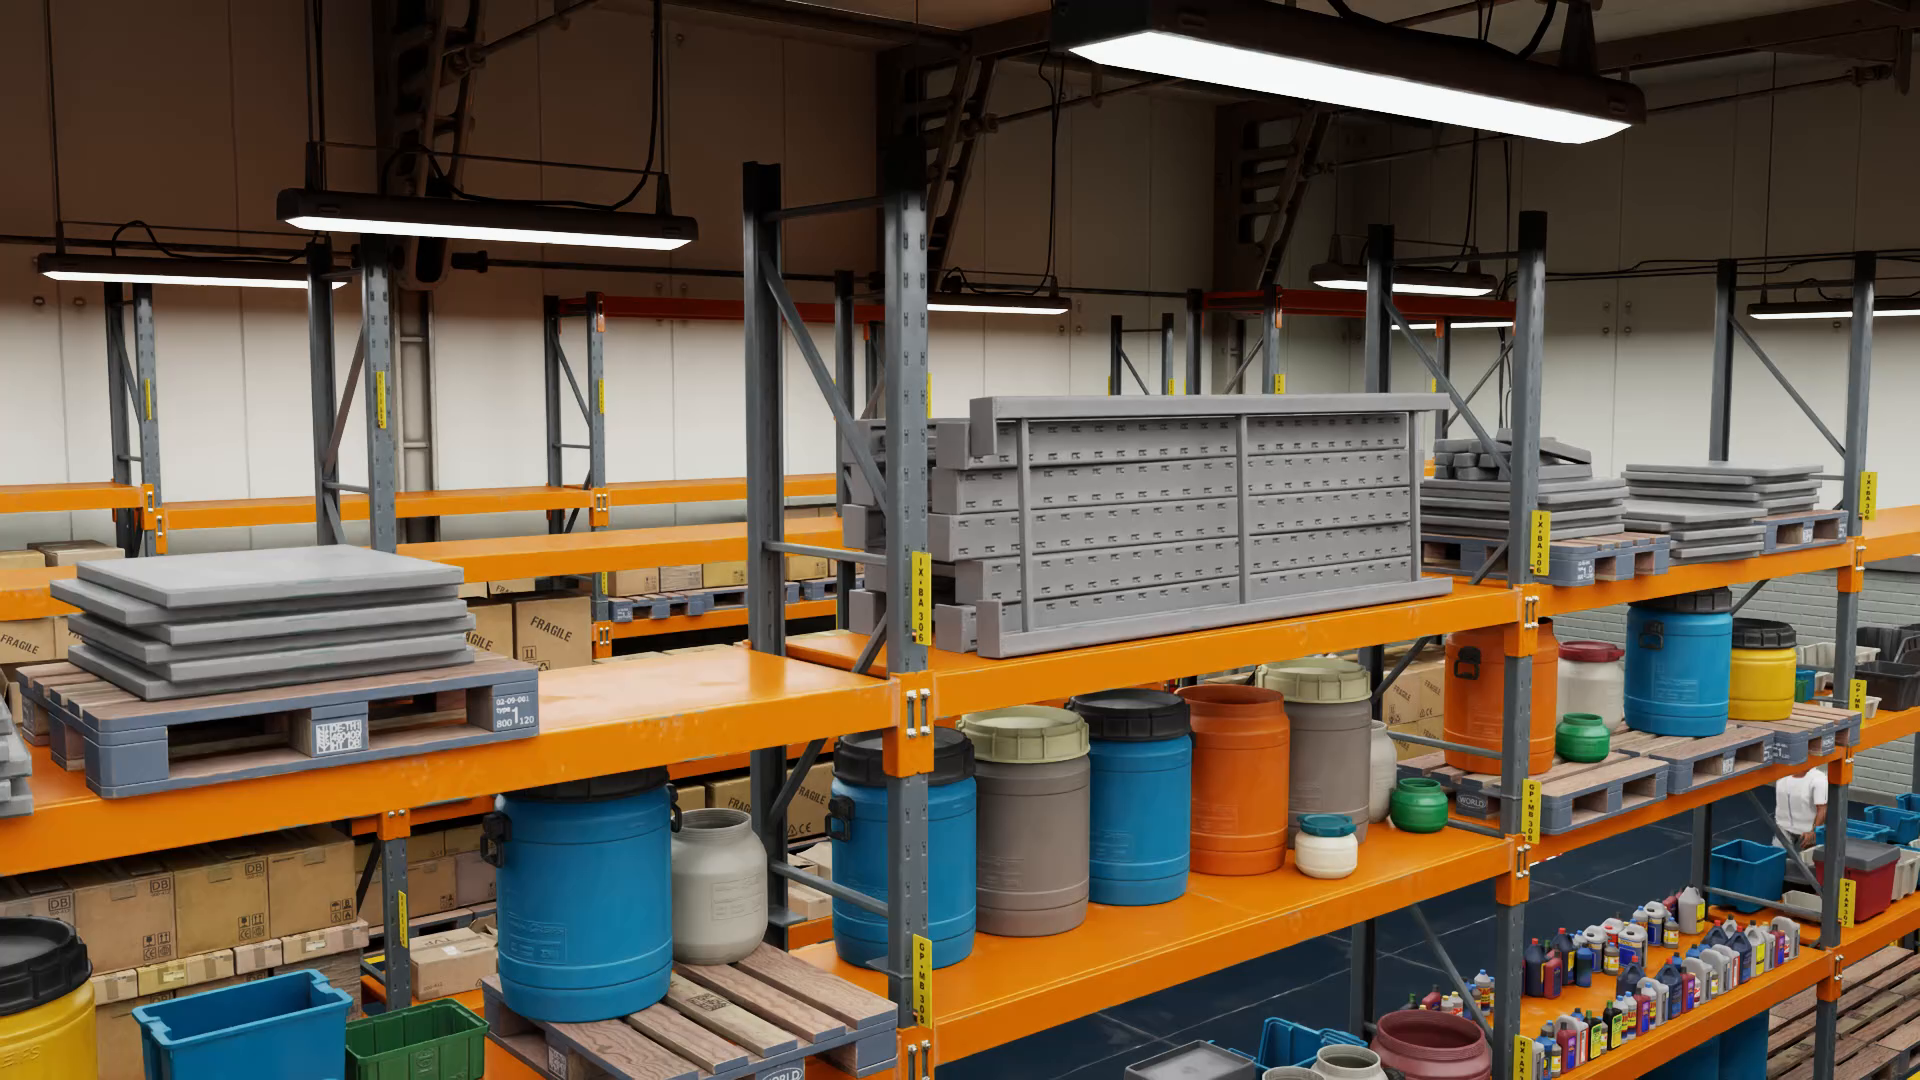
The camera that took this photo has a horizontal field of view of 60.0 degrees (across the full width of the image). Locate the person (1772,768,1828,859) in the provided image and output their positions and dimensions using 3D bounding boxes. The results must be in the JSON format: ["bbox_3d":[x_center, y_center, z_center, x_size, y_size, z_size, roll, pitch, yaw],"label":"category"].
[{"bbox_3d":[8.048,2.765,15.968,1.081,1.709,0.554,-5,7,-43],"label":"person"}]

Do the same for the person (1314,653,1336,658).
[{"bbox_3d":[5.052,2.123,23.016,0.444,1.621,1.062,3,6,29],"label":"person"}]
